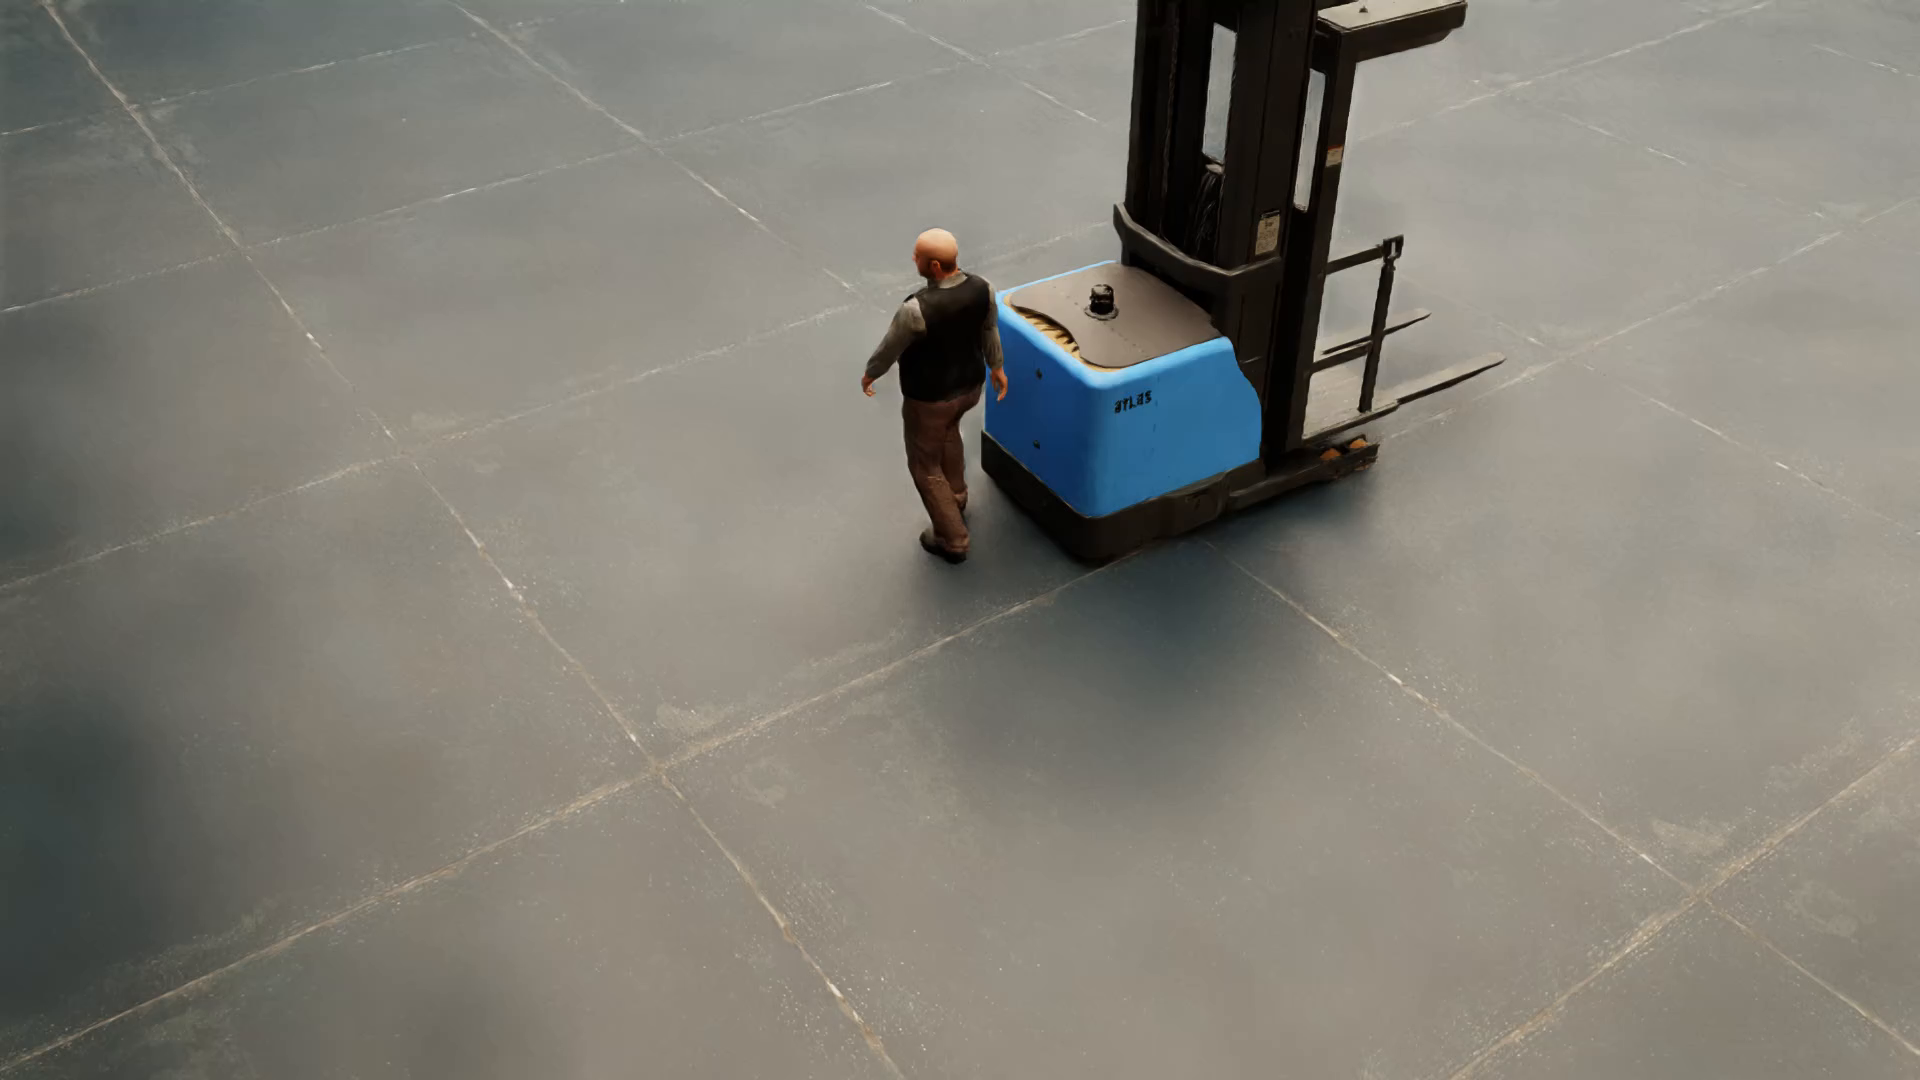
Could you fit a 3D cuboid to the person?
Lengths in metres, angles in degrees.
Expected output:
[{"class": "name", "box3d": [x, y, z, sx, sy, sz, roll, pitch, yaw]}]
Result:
[{"class": "person", "box3d": [-0.080, -0.748, 8.028, 0.651, 1.676, 0.642, -30, 46, -34]}]

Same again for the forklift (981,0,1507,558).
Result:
[{"class": "forklift", "box3d": [1.640, -1.741, 8.299, 3.031, 2.935, 1.130, -20, 41, -25]}]
